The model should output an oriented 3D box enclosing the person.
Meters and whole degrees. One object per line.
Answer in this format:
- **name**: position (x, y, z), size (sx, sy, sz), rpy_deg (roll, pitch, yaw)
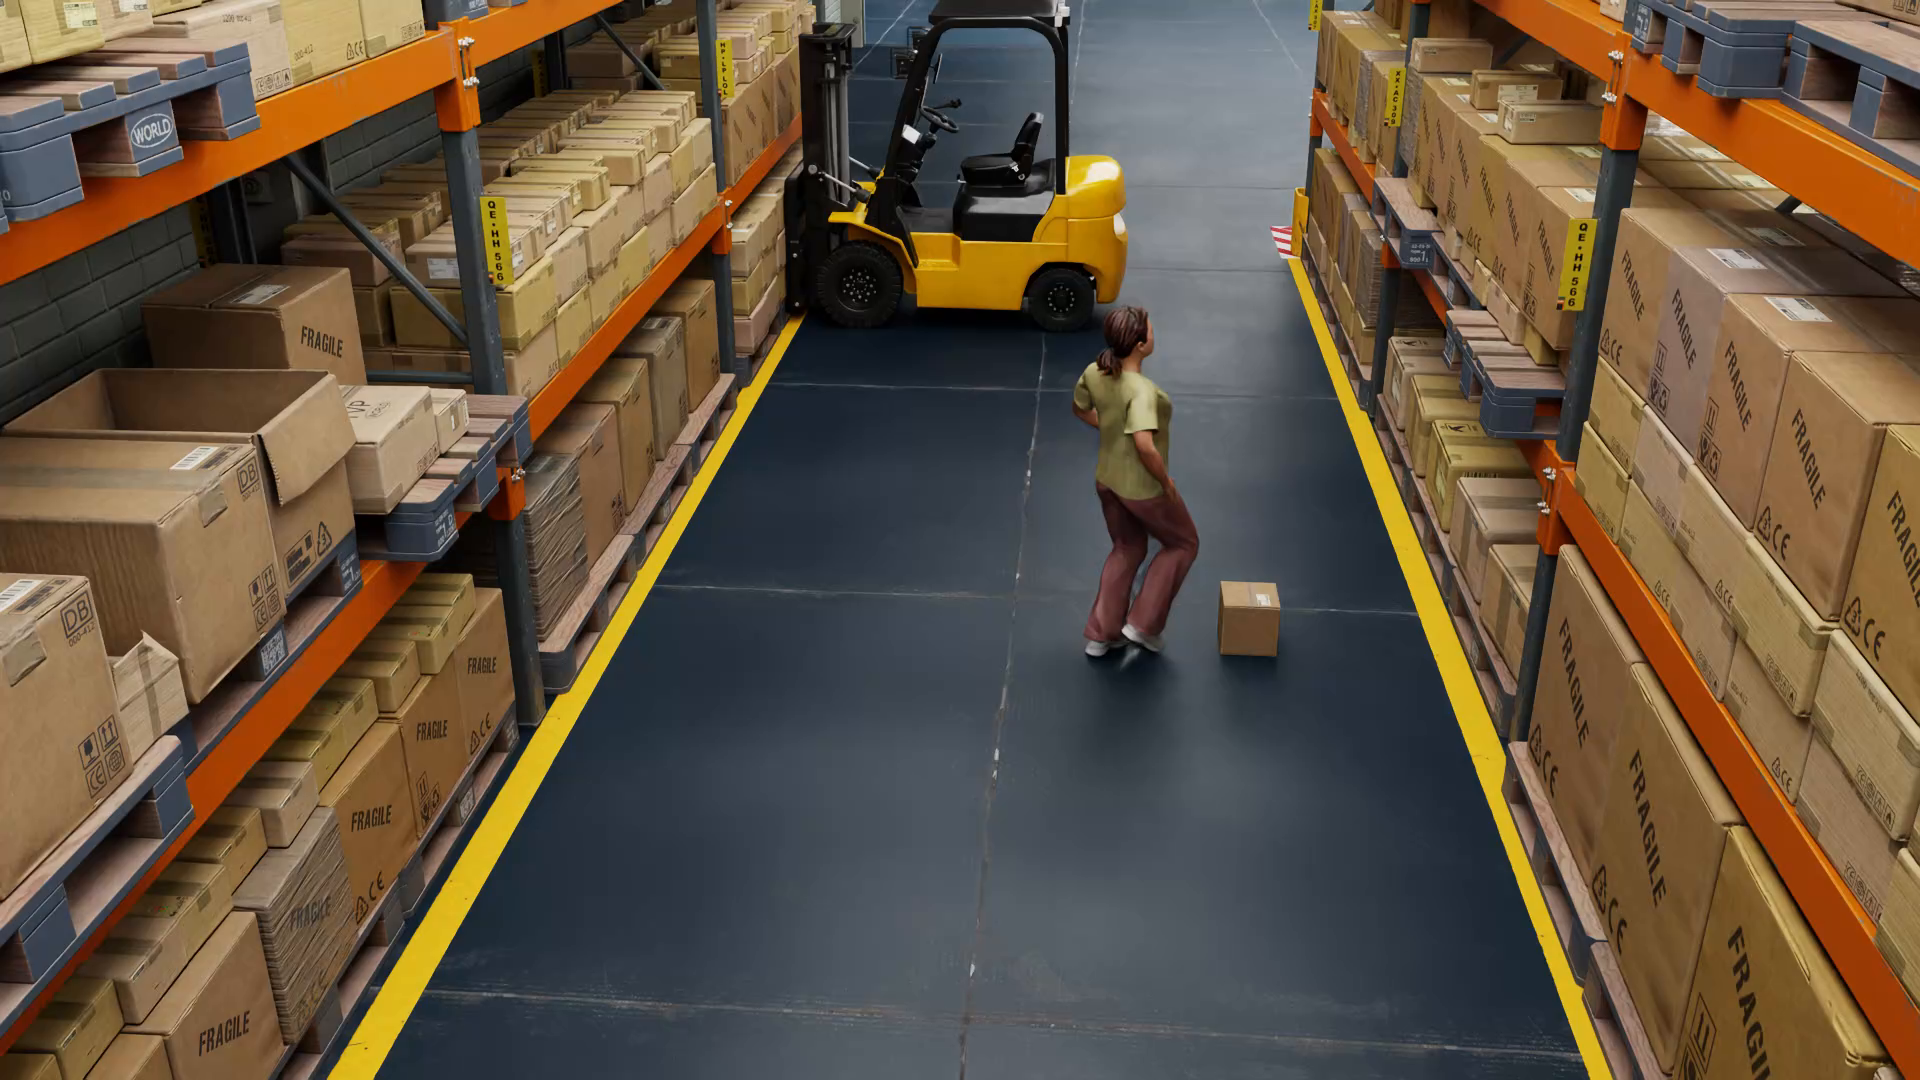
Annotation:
- **person**: position (0.780, -0.221, 7.164), size (0.526, 1.674, 0.639), rpy_deg (-16, 29, -30)
